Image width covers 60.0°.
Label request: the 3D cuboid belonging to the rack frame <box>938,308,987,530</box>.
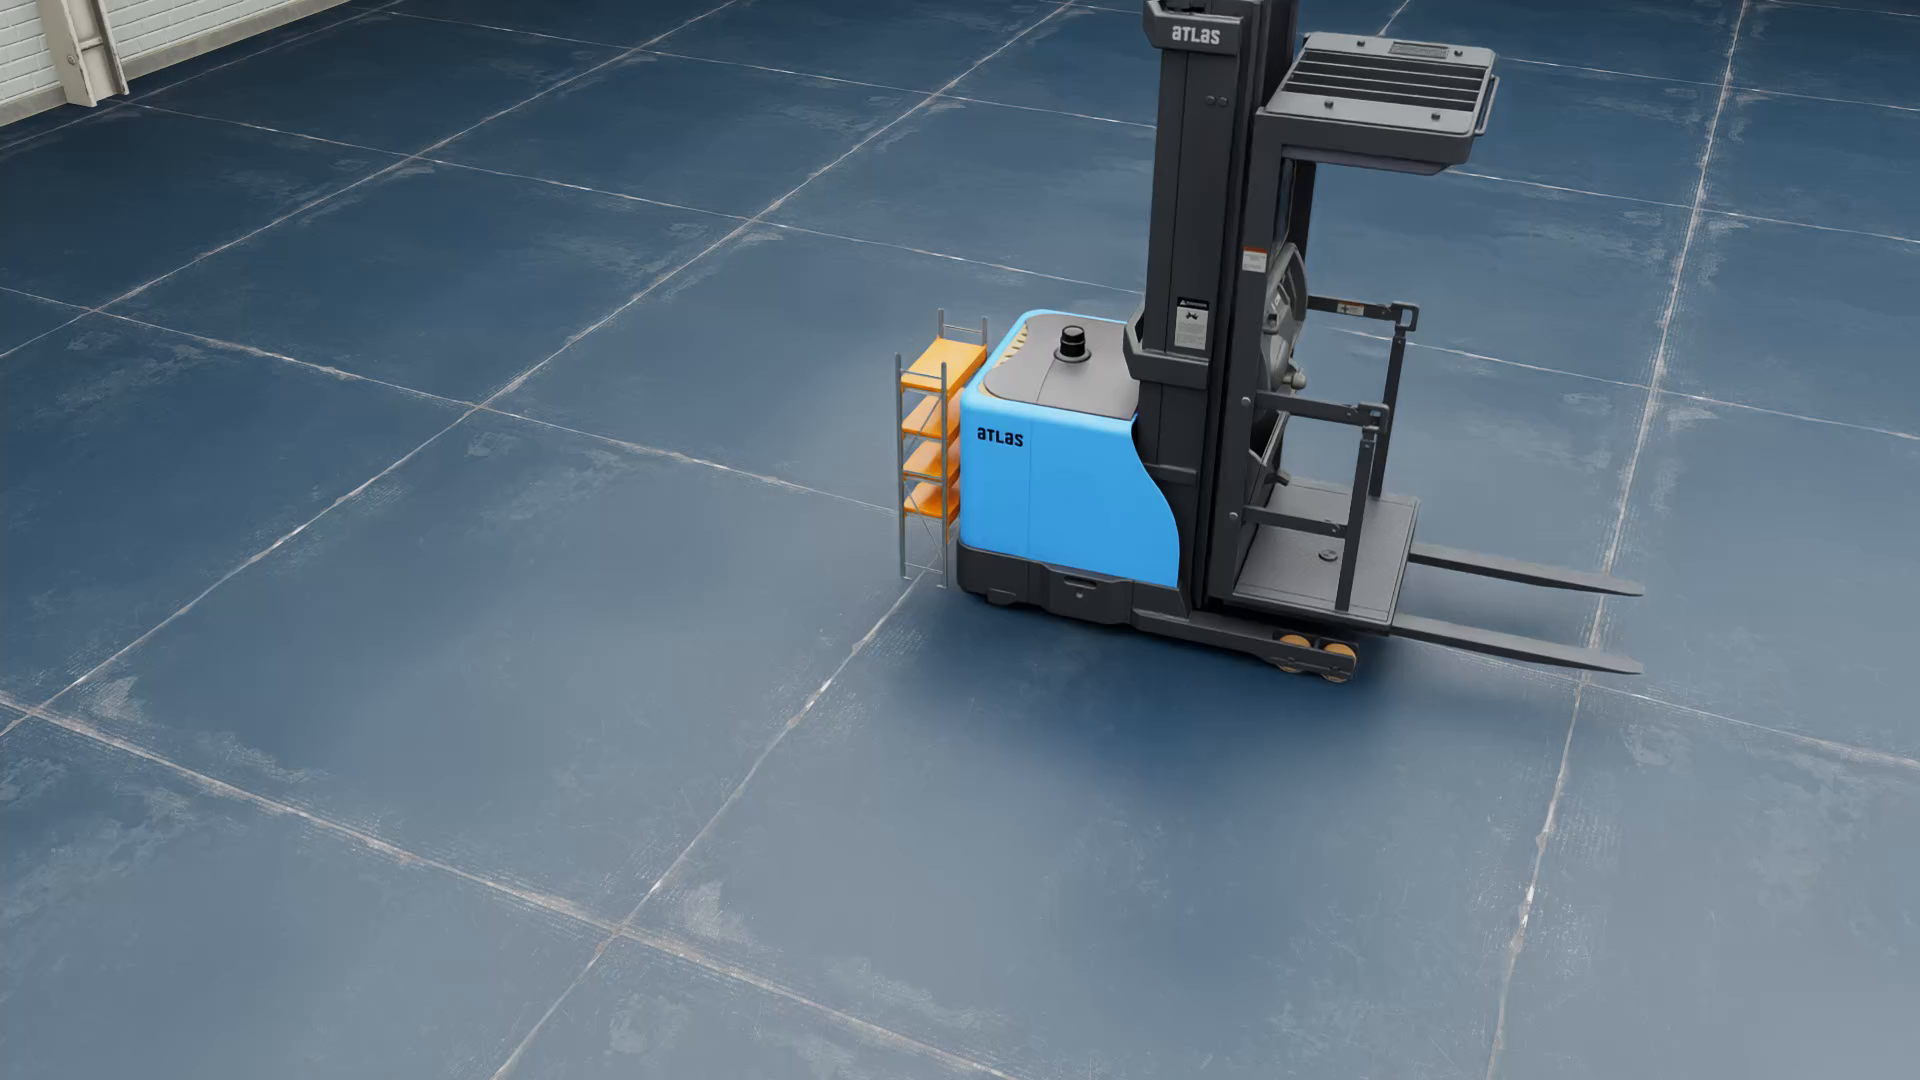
[{"bbox_3d":[0.012,-0.543,7.984,0.240,1.200,0.015,13,35,18],"label":"rack frame"}]

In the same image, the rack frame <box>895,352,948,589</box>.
[{"bbox_3d":[-0.172,-0.296,7.607,0.240,1.200,0.015,13,35,18],"label":"rack frame"}]

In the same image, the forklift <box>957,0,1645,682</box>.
[{"bbox_3d":[1.558,-0.932,6.999,3.031,2.935,1.130,11,35,16],"label":"forklift"}]

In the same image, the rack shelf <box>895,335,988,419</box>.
[{"bbox_3d":[-0.080,-0.748,7.580,0.258,0.148,0.480,13,35,18],"label":"rack shelf"}]

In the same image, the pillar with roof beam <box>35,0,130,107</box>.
[{"bbox_3d":[-3.290,-6.471,9.913,9.100,9.000,0.400,14,36,20],"label":"pillar with roof beam"}]

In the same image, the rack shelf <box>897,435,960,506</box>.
[{"bbox_3d":[-0.080,-0.363,7.832,0.258,0.148,0.480,13,35,18],"label":"rack shelf"}]

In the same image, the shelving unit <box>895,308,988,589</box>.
[{"bbox_3d":[-0.080,-0.419,7.795,0.258,1.200,0.503,13,35,18],"label":"shelving unit"}]

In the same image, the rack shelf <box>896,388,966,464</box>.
[{"bbox_3d":[-0.080,-0.550,7.710,0.258,0.148,0.480,13,35,18],"label":"rack shelf"}]

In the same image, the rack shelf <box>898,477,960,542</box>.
[{"bbox_3d":[-0.080,-0.197,7.941,0.258,0.148,0.480,13,35,18],"label":"rack shelf"}]
